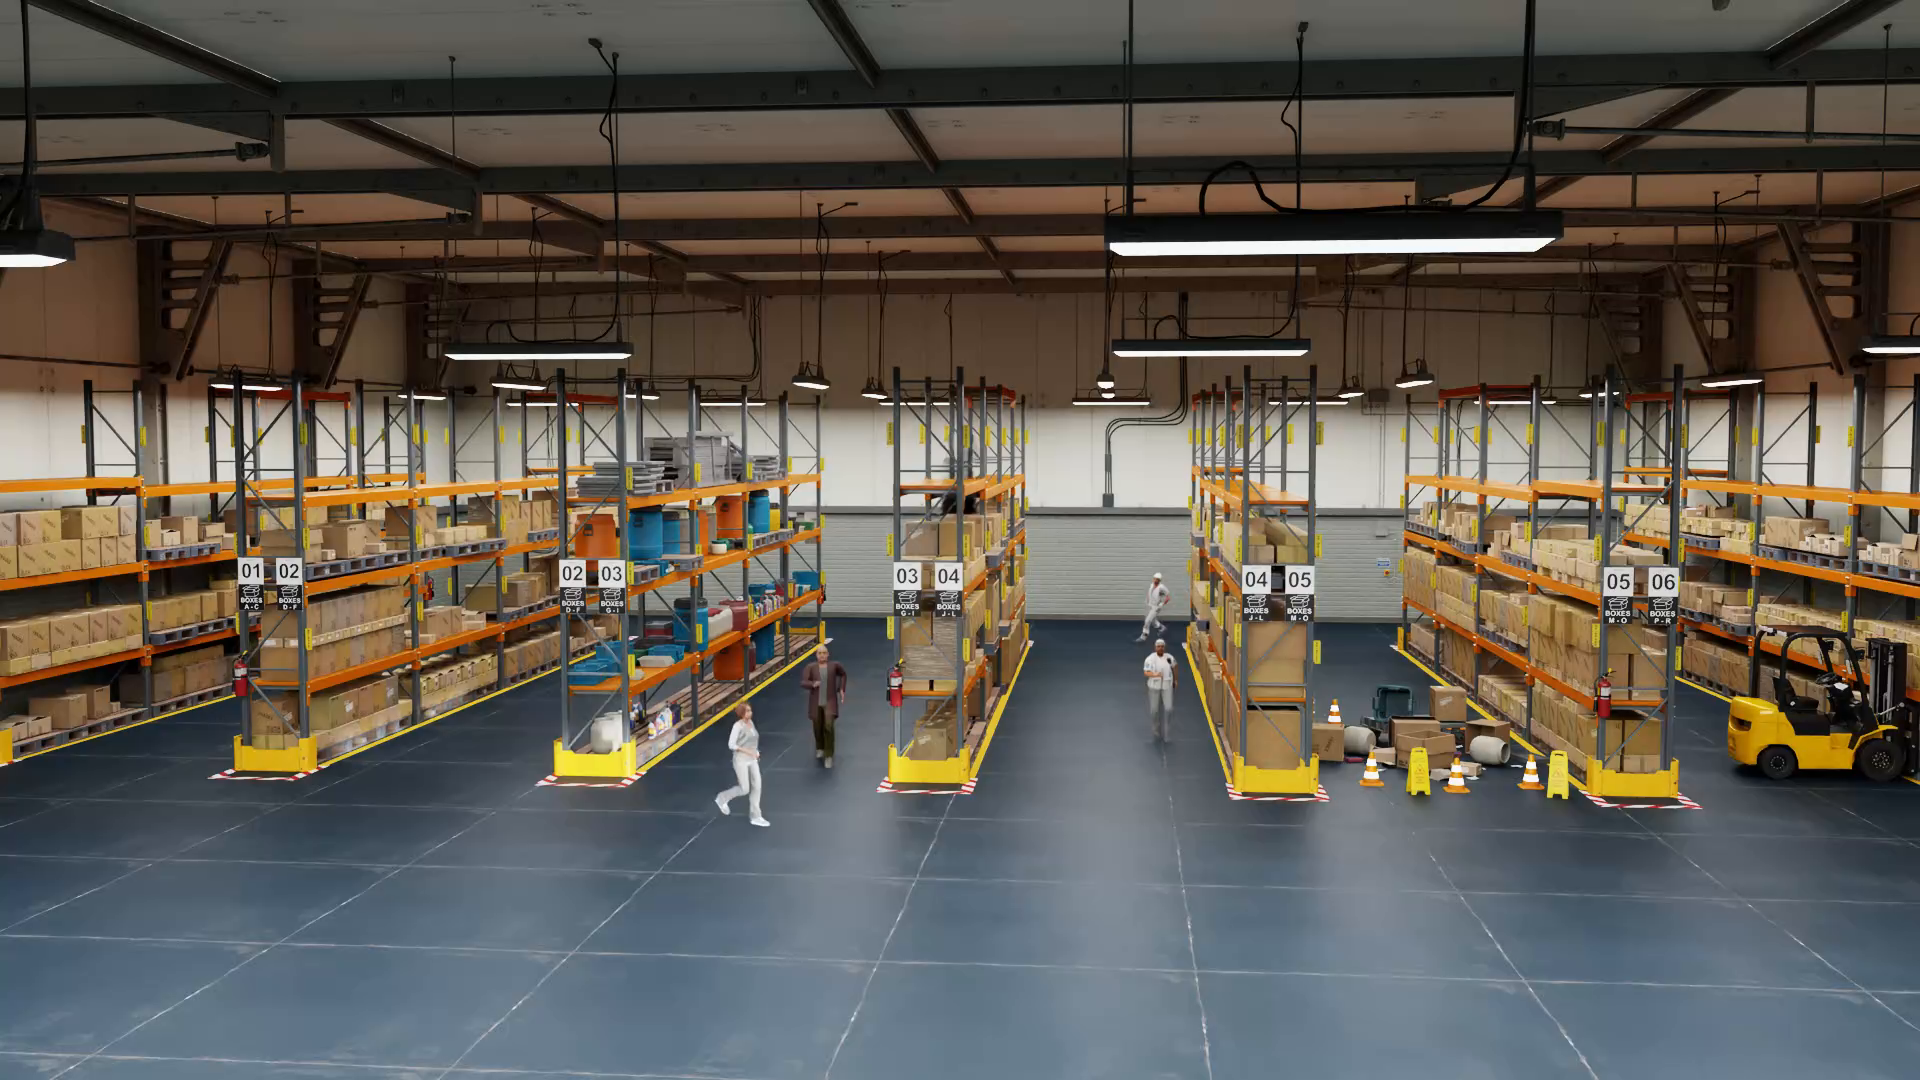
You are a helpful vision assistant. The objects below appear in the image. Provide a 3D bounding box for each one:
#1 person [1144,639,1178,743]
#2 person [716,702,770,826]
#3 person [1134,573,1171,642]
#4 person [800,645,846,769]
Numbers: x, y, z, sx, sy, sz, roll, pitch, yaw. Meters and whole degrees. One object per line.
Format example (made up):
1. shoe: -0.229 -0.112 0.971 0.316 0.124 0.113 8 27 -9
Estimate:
1. person: 3.311 2.480 27.379 0.576 1.712 0.716 0 4 3
2. person: -2.785 2.869 21.397 0.802 1.575 0.548 2 4 28
3. person: 4.797 1.636 40.393 0.921 1.708 0.710 -2 4 -32
4. person: -2.091 2.530 25.428 0.677 1.846 0.865 0 4 1
